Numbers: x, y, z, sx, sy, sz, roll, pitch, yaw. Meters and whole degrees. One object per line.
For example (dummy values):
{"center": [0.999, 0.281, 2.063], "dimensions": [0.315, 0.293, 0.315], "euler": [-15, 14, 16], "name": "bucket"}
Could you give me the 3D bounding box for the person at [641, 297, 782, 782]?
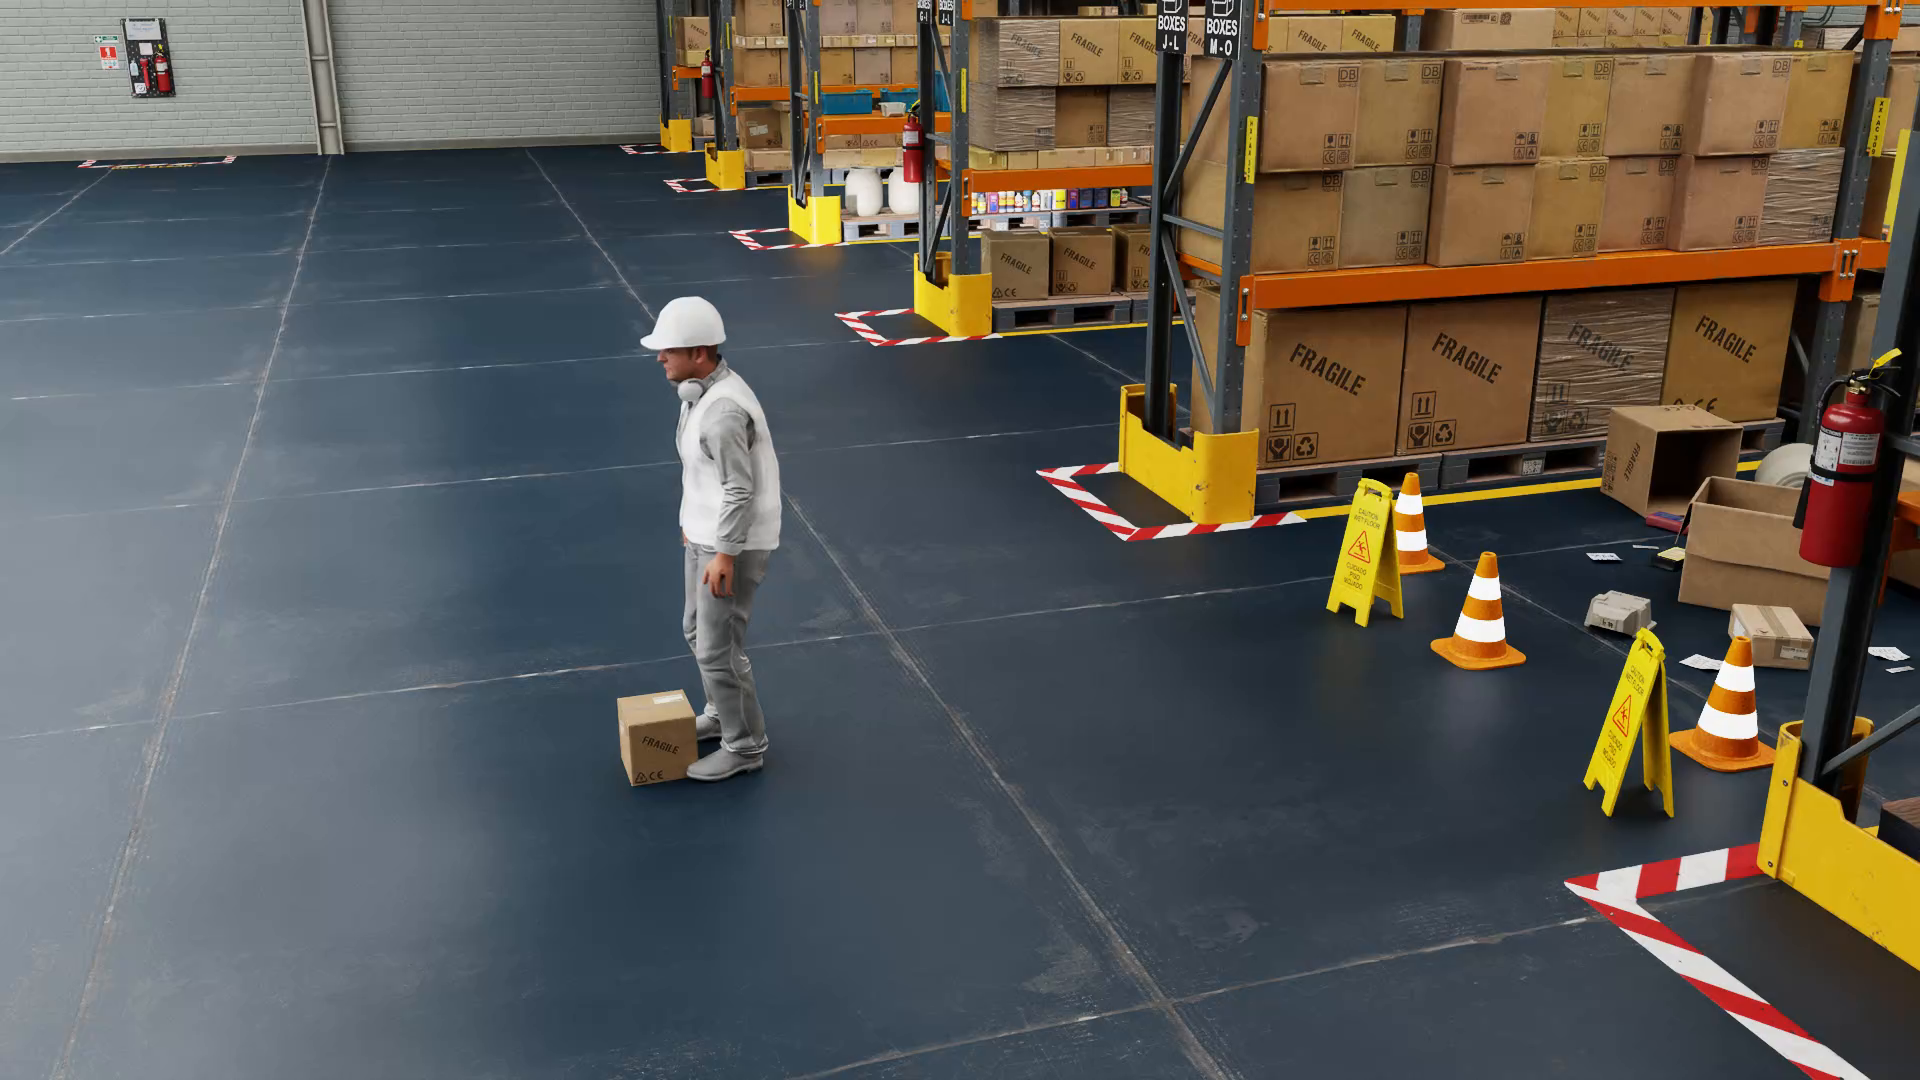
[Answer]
{"center": [-0.886, -0.012, 6.060], "dimensions": [0.464, 1.771, 0.580], "euler": [-6, 20, -17], "name": "person"}
